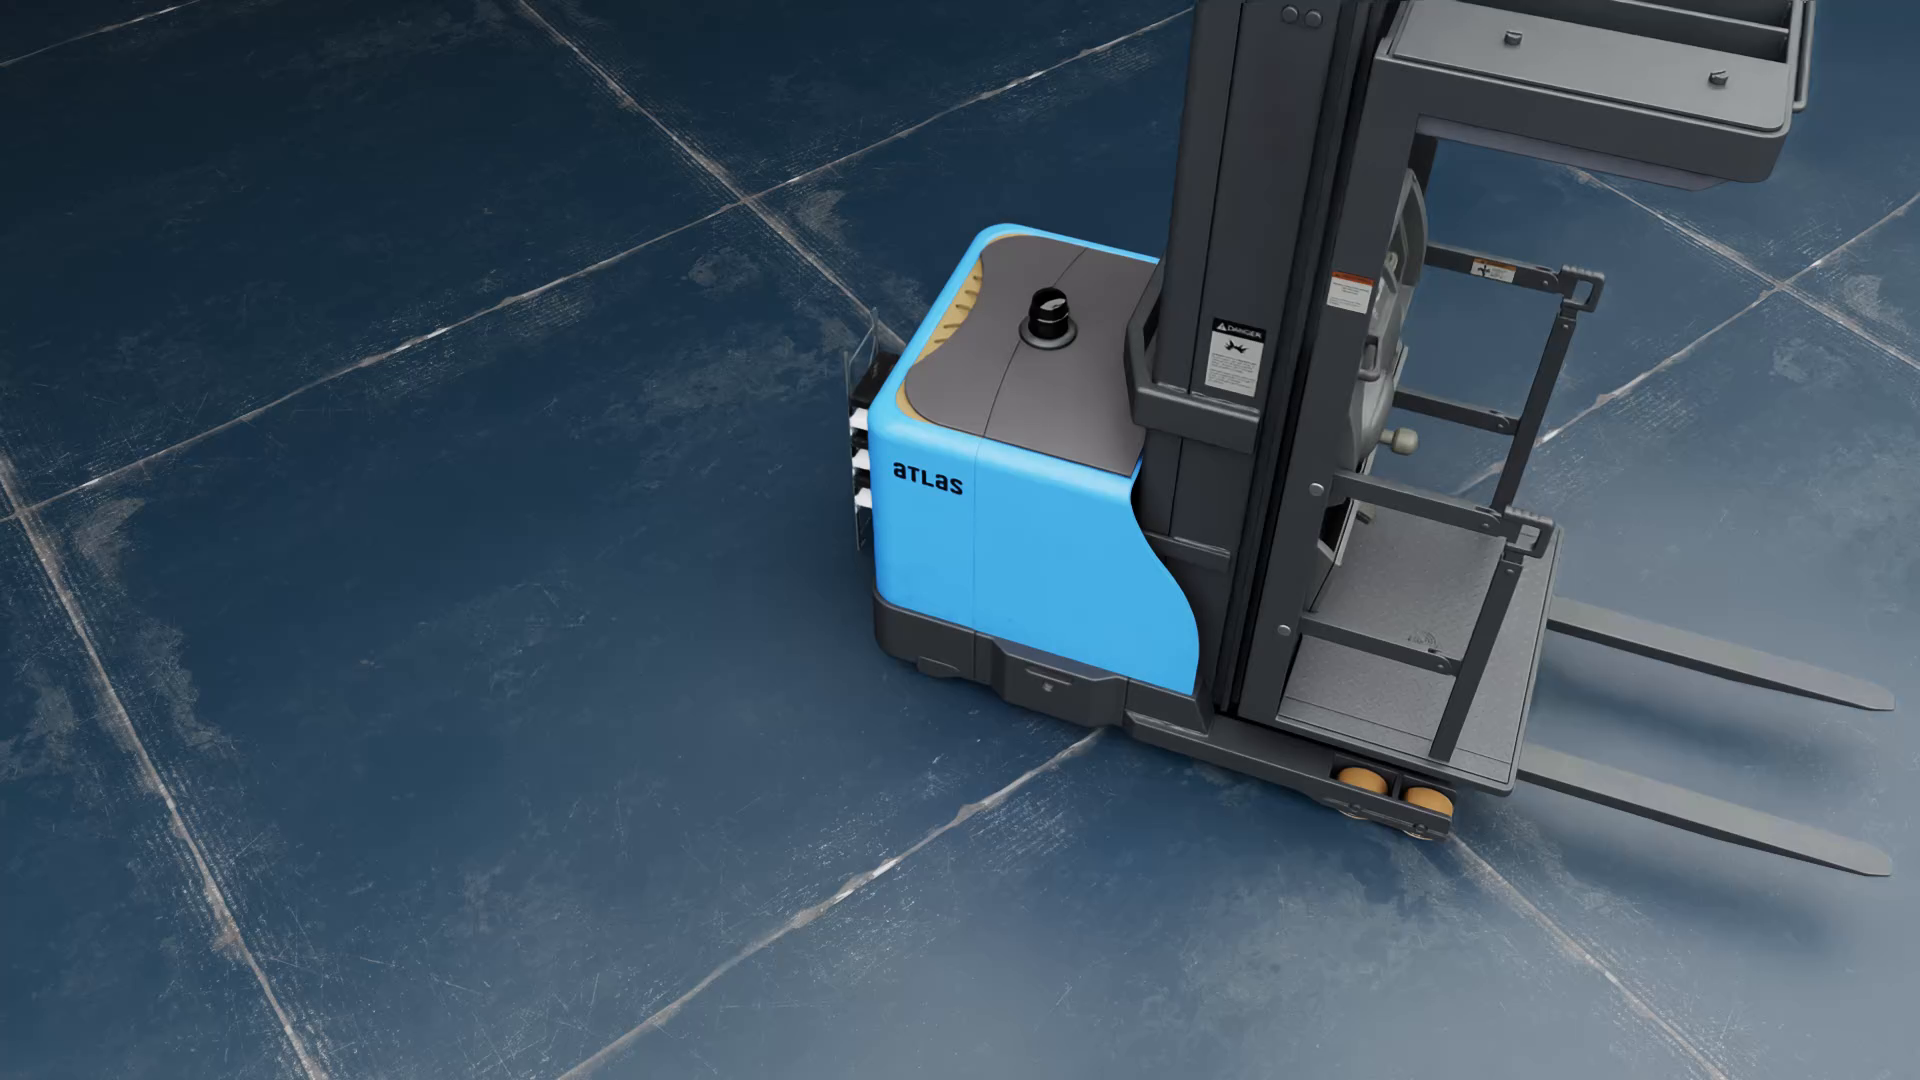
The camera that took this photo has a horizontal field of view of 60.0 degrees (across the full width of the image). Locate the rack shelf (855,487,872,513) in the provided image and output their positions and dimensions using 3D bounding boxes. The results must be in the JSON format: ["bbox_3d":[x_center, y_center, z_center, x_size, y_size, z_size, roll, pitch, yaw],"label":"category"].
[{"bbox_3d":[-0.211,-0.176,5.590,0.200,0.077,0.258,16,50,14],"label":"rack shelf"}]

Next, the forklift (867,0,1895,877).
[{"bbox_3d":[1.293,-0.544,4.265,3.031,2.935,1.130,16,50,14],"label":"forklift"}]

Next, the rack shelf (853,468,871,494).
[{"bbox_3d":[-0.211,-0.237,5.524,0.200,0.077,0.258,16,50,14],"label":"rack shelf"}]

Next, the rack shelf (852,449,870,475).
[{"bbox_3d":[-0.211,-0.297,5.457,0.200,0.077,0.258,16,50,14],"label":"rack shelf"}]

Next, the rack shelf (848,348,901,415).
[{"bbox_3d":[-0.211,-0.478,5.257,0.200,0.077,0.258,16,50,14],"label":"rack shelf"}]

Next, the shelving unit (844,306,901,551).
[{"bbox_3d":[-0.211,-0.320,5.432,0.210,0.900,0.258,16,50,14],"label":"shelving unit"}]

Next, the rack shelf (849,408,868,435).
[{"bbox_3d":[-0.211,-0.418,5.323,0.200,0.077,0.258,16,50,14],"label":"rack shelf"}]

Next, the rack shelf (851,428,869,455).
[{"bbox_3d":[-0.211,-0.358,5.390,0.200,0.077,0.258,16,50,14],"label":"rack shelf"}]

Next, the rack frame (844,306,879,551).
[{"bbox_3d":[-0.306,-0.347,5.457,0.006,0.900,0.240,16,50,14],"label":"rack frame"}]
